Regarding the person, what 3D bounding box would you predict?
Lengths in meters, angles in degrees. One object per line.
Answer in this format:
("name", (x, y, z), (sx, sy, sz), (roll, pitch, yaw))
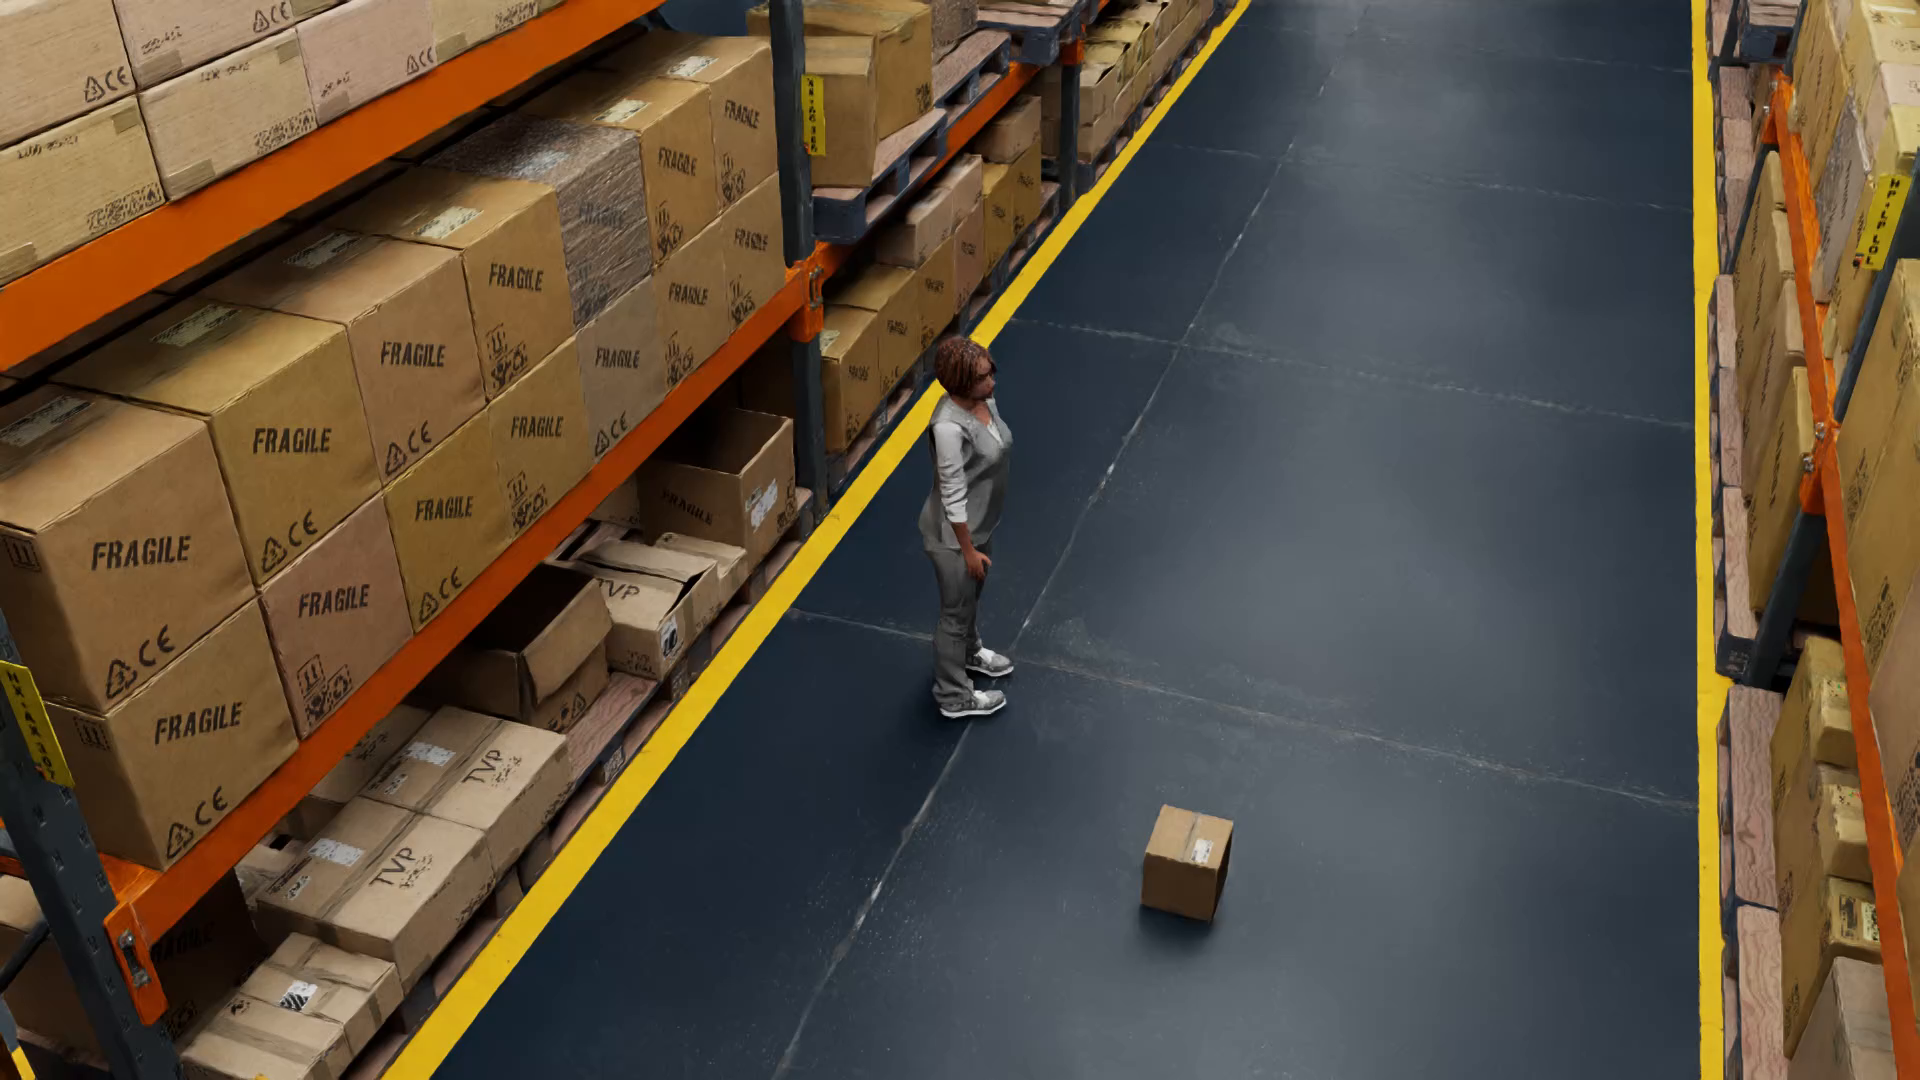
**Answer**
("person", (0.033, -0.055, 6.208), (0.341, 1.600, 0.447), (10, 35, 15))
